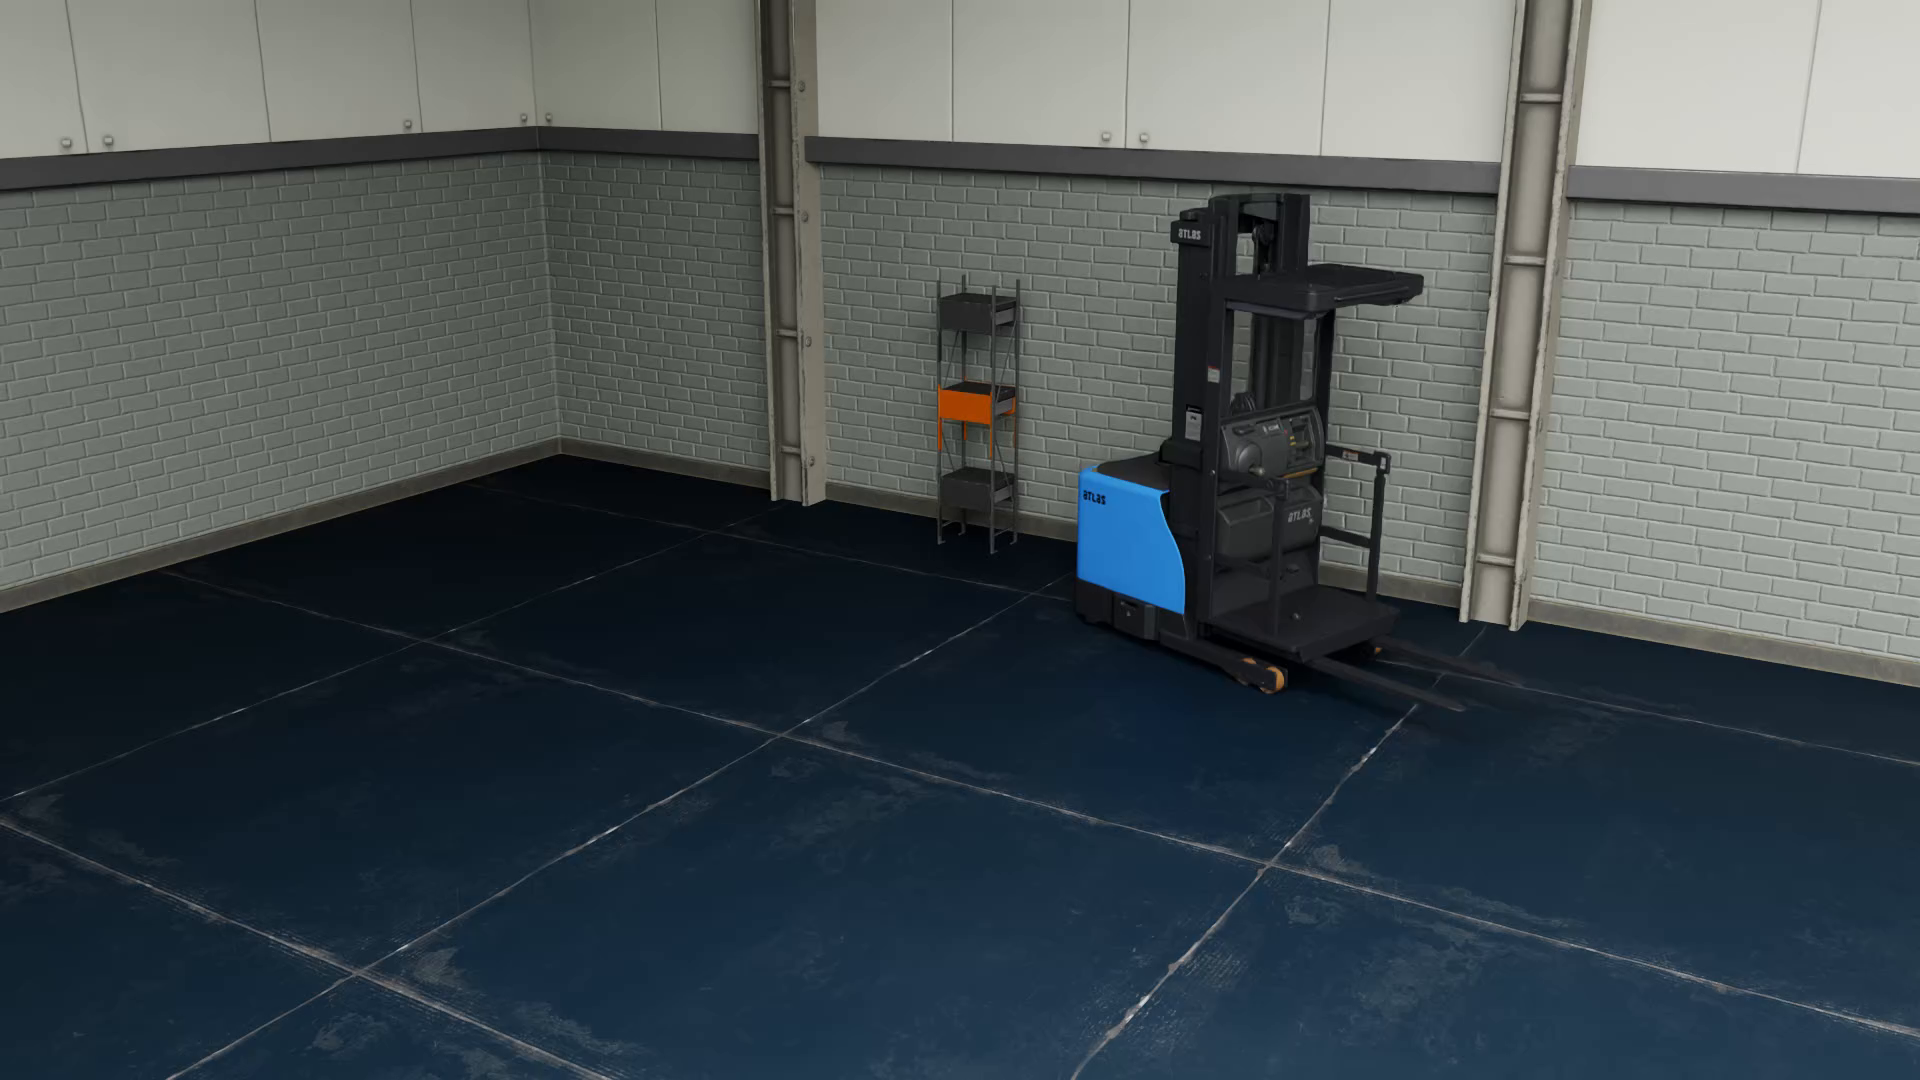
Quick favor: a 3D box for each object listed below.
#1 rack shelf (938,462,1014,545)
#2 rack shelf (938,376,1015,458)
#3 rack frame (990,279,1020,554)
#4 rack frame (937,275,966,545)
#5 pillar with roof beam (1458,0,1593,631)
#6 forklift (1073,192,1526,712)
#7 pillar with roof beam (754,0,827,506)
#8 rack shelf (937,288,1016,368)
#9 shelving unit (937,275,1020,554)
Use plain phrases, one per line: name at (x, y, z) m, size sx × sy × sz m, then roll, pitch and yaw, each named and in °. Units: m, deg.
rack shelf at (0.141, -0.297, 13.201) m, size 0.480 × 0.518 × 0.431 m, roll 10°, pitch 20°, yaw 30°
rack shelf at (0.141, -0.966, 12.997) m, size 0.480 × 0.518 × 0.431 m, roll 10°, pitch 20°, yaw 30°
rack frame at (0.349, -0.942, 12.871) m, size 0.015 × 2.100 × 0.400 m, roll 10°, pitch 20°, yaw 30°
rack frame at (-0.067, -1.017, 13.115) m, size 0.015 × 2.100 × 0.400 m, roll 10°, pitch 20°, yaw 30°
pillar with roof beam at (1.452, -2.685, 6.738) m, size 0.400 × 9.000 × 9.100 m, roll 10°, pitch 20°, yaw 30°
forklift at (2.120, -0.619, 10.375) m, size 1.130 × 2.935 × 3.031 m, roll -14°, pitch 22°, yaw -38°
pillar with roof beam at (-3.661, -3.598, 9.743) m, size 0.400 × 9.000 × 9.100 m, roll 10°, pitch 20°, yaw 30°
rack shelf at (0.141, -1.636, 12.794) m, size 0.480 × 0.518 × 0.431 m, roll 10°, pitch 20°, yaw 30°
shelving unit at (0.141, -0.979, 12.993) m, size 0.503 × 2.100 × 0.431 m, roll 10°, pitch 20°, yaw 30°
